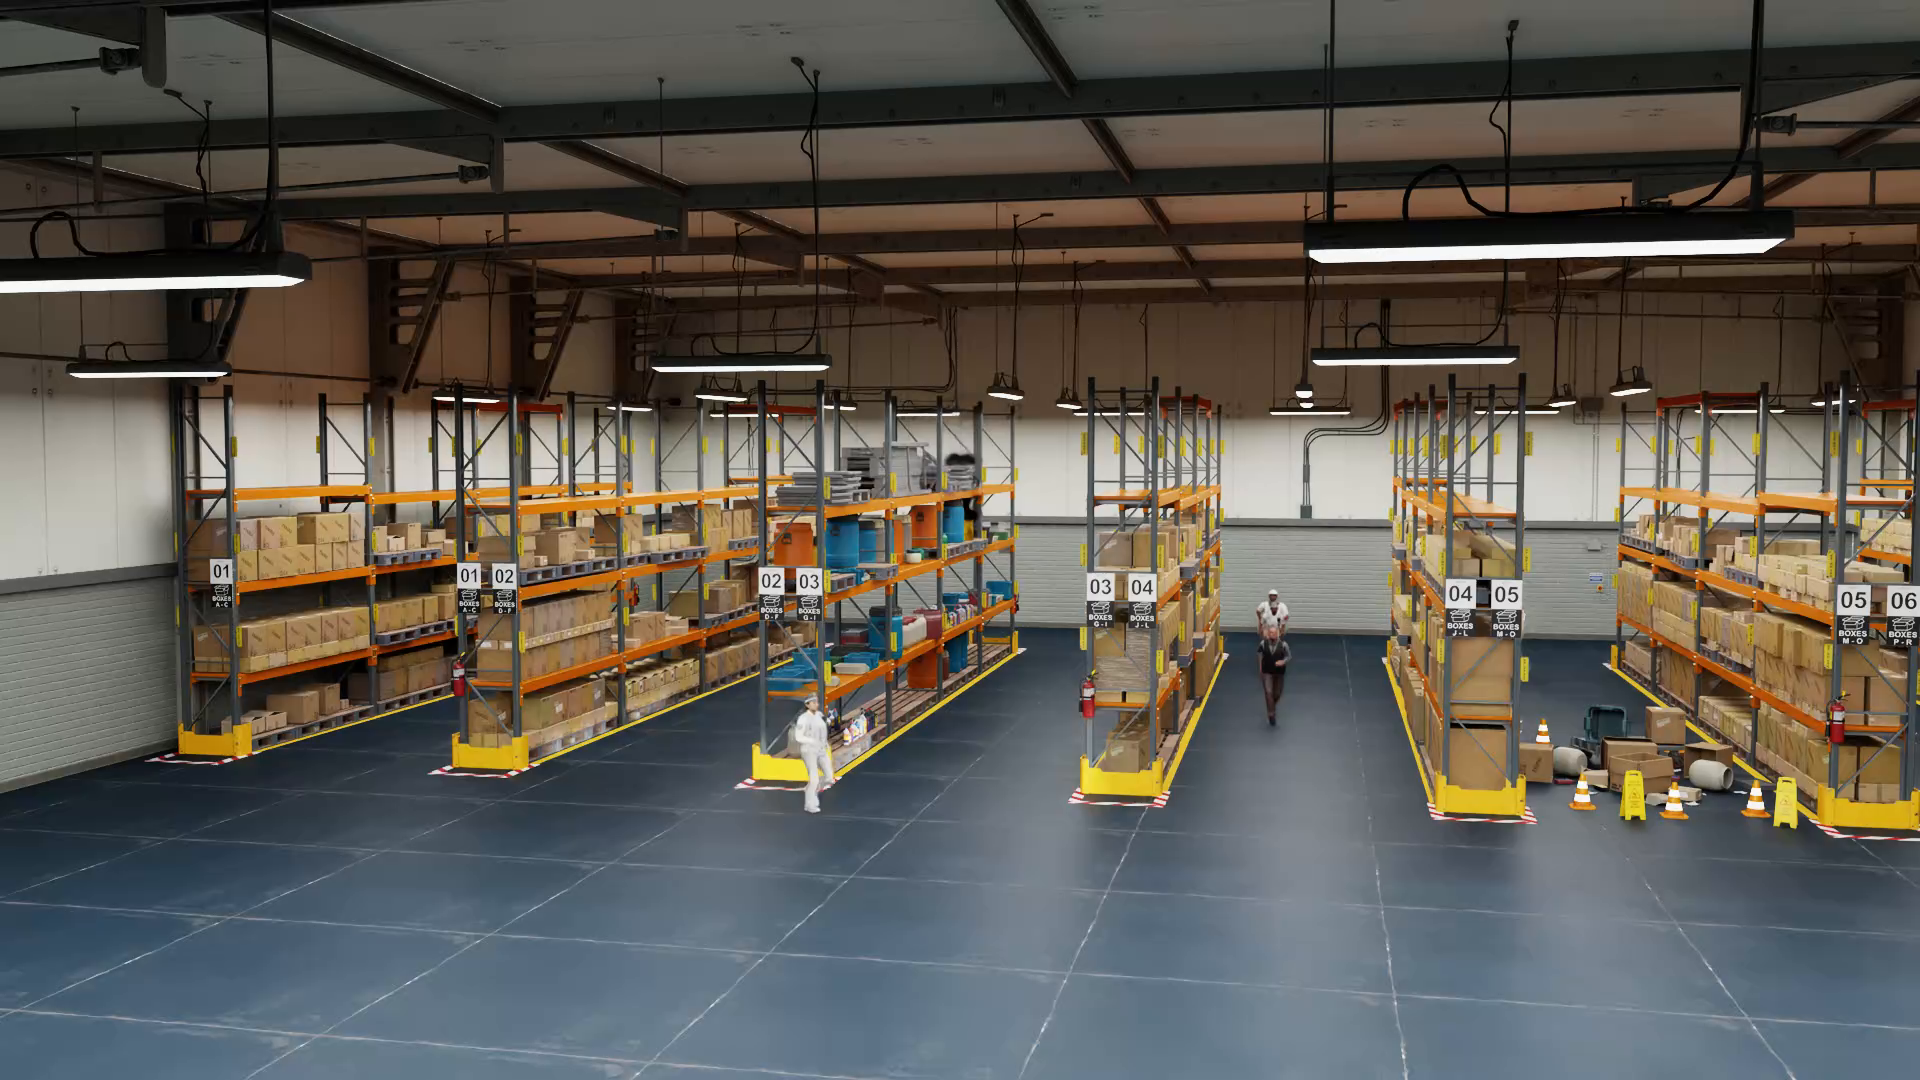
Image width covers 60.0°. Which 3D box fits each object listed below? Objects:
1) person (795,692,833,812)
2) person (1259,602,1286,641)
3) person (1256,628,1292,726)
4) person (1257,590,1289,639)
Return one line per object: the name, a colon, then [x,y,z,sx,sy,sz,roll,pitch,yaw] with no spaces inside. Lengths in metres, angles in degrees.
person: [-1.947,2.896,22.706,0.604,1.654,0.545,-3,4,-45]
person: [6.855,2.163,36.521,0.576,1.671,0.828,0,3,8]
person: [5.726,2.460,30.329,0.617,1.742,1.118,0,3,2]
person: [7.033,1.995,37.360,0.687,1.765,0.929,0,3,7]
